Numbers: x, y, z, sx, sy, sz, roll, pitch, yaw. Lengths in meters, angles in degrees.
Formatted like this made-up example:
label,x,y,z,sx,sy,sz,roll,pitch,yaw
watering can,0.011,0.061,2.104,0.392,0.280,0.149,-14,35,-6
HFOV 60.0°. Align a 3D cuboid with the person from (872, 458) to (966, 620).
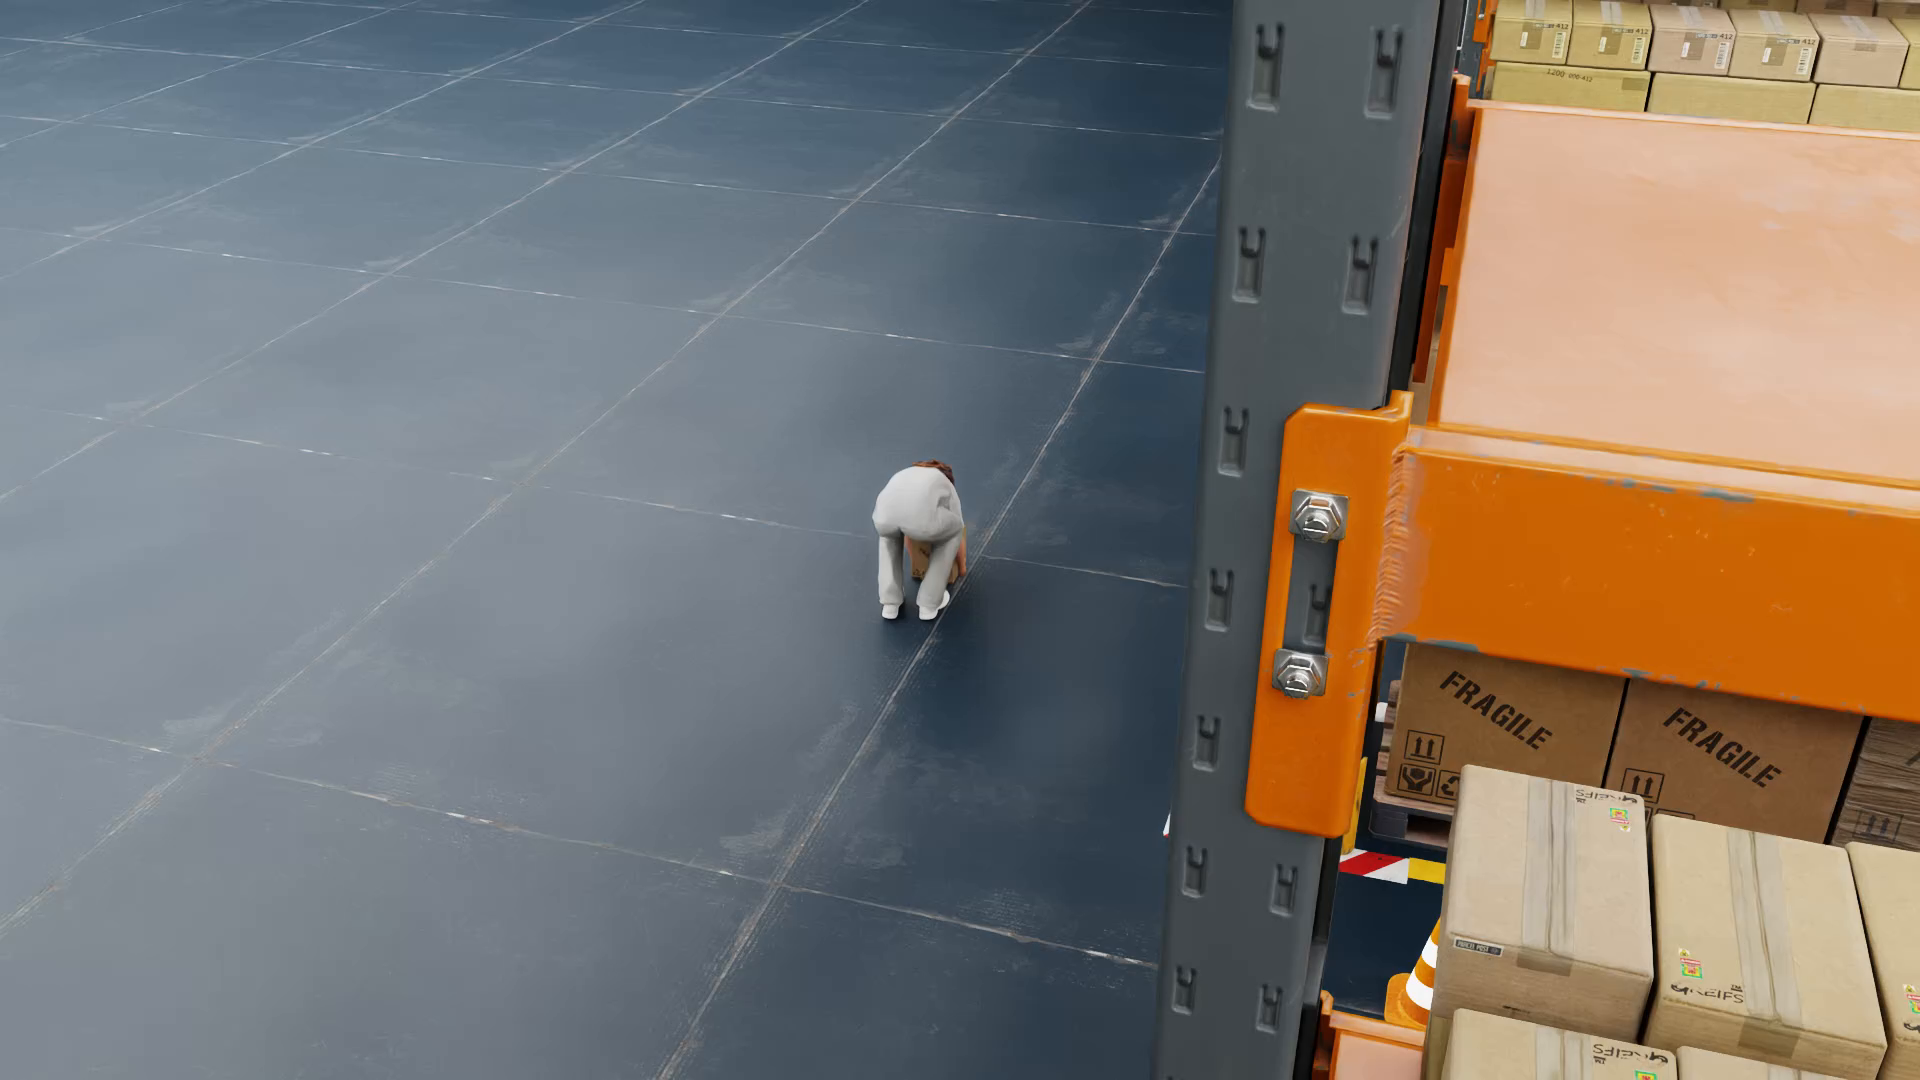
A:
label,x,y,z,sx,sy,sz,roll,pitch,yaw
person,-0.219,-0.050,9.071,0.469,0.844,0.854,7,30,13
